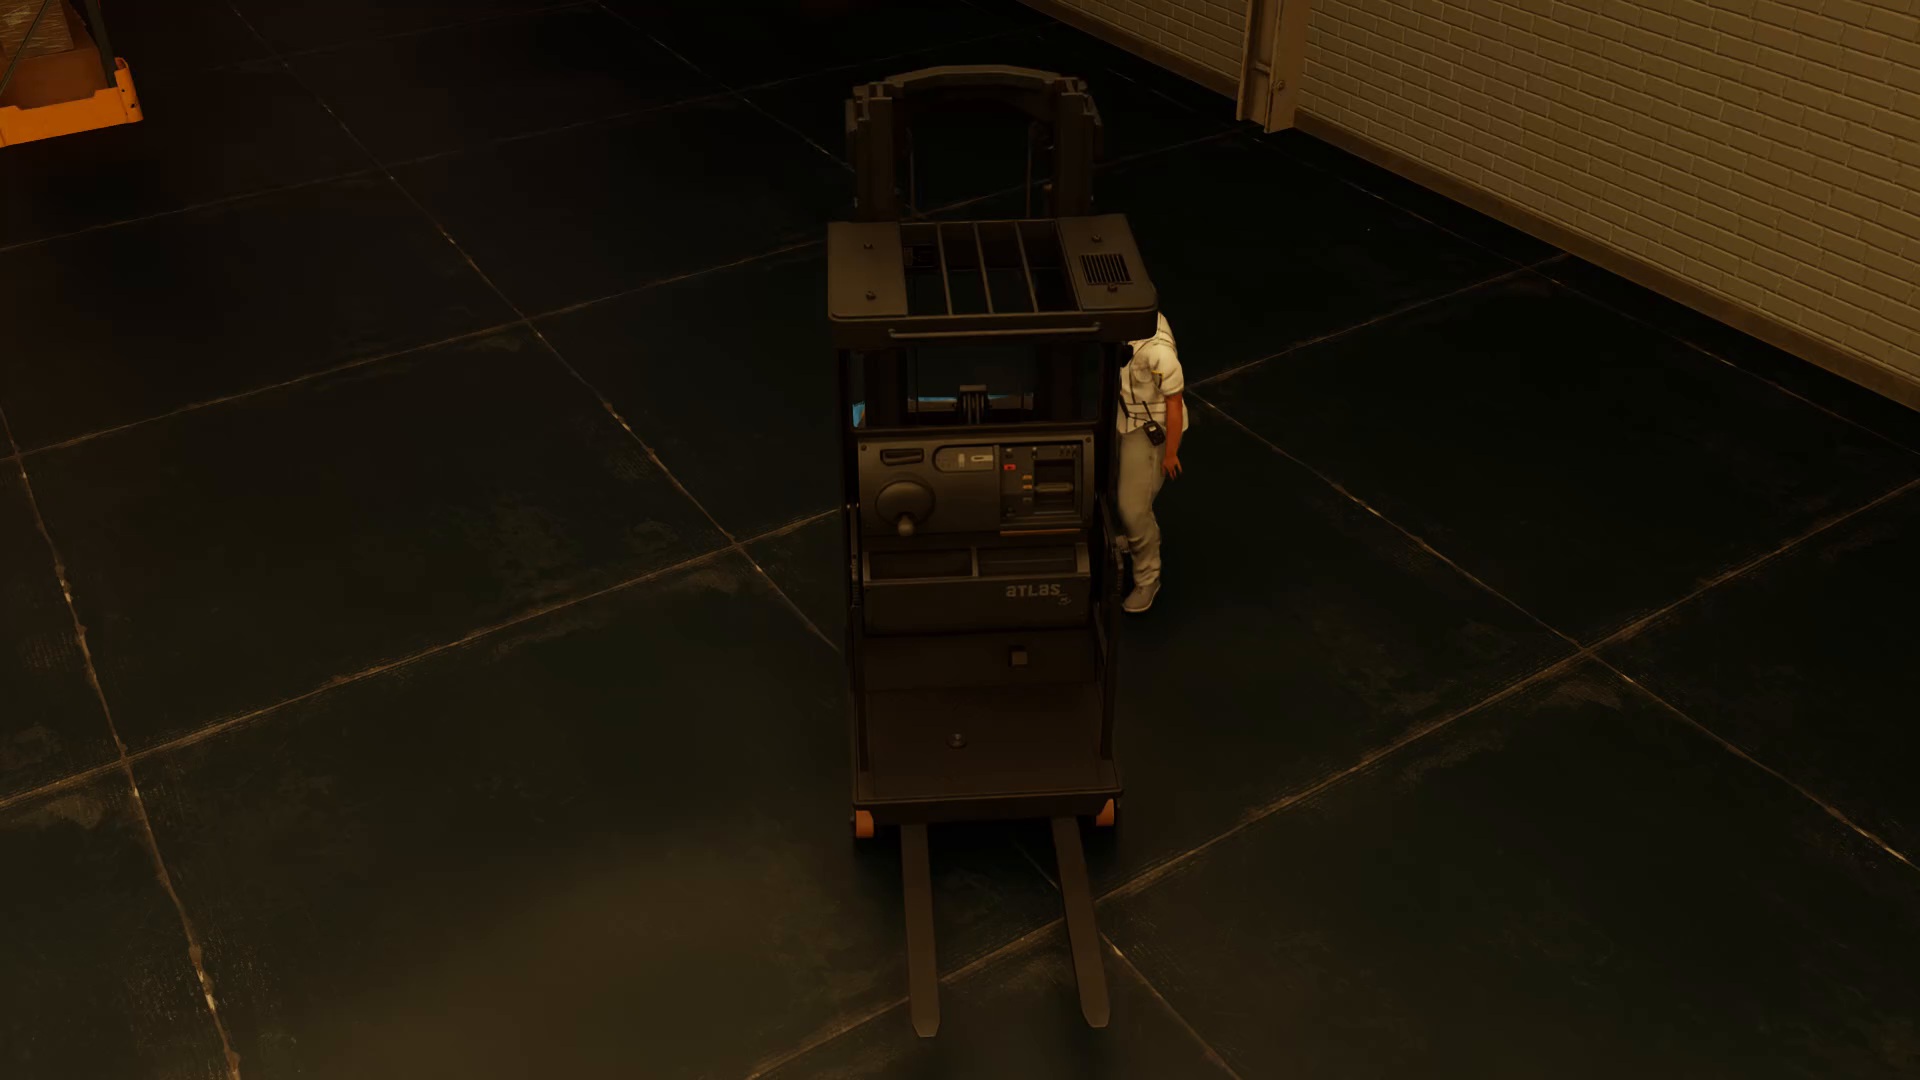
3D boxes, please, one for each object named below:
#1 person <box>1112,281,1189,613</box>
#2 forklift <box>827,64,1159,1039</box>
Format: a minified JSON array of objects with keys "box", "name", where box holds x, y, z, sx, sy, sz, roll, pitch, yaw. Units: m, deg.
[{"box":[0.866,-0.532,8.047,0.470,1.637,0.816,-8,36,-11],"name":"person"},{"box":[0.083,-0.155,6.368,1.130,2.935,3.031,-2,35,-3],"name":"forklift"}]
